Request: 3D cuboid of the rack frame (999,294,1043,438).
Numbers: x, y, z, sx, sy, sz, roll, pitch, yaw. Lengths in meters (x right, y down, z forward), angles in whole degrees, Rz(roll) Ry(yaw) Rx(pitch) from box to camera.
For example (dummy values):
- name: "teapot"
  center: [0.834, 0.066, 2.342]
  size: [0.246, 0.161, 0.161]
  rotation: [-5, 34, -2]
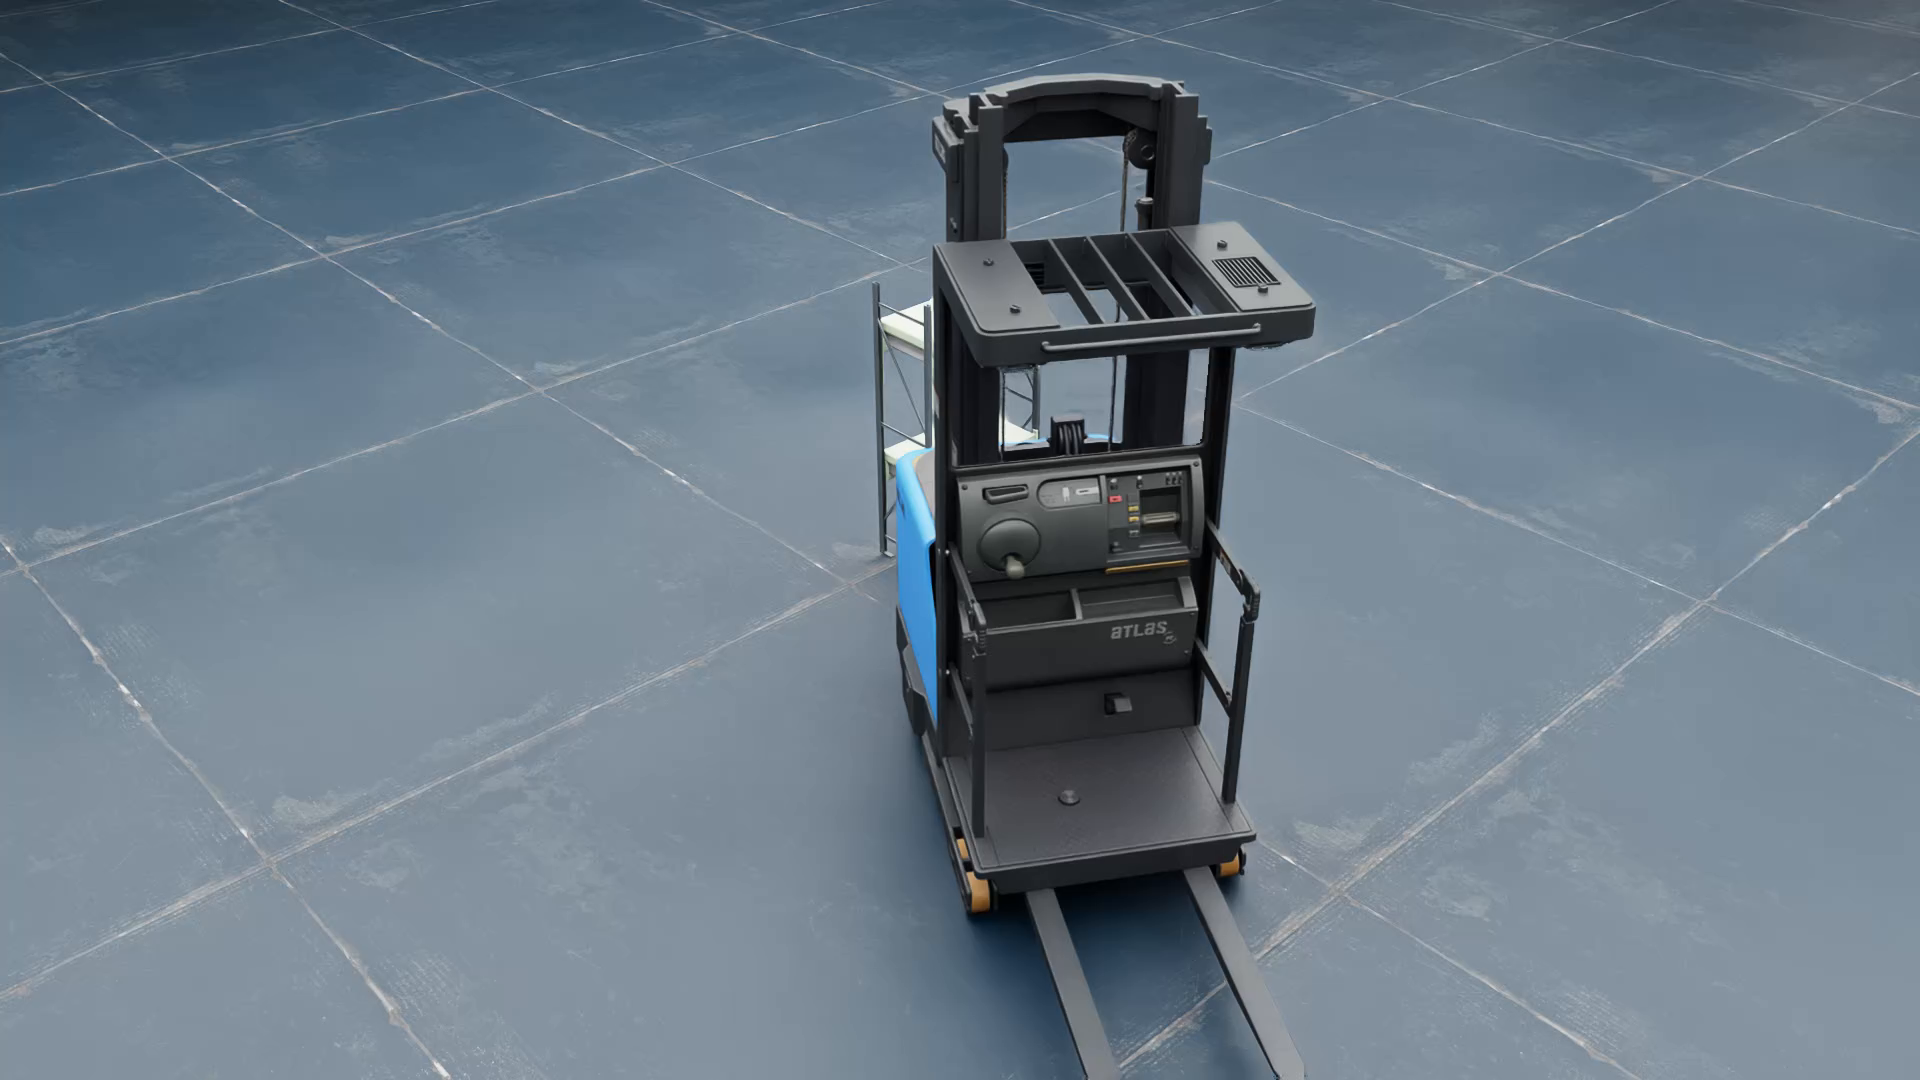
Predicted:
- name: "rack frame"
  center: [0.264, -0.767, 8.567]
  size: [0.023, 1.500, 0.400]
  rotation: [-26, 40, -35]

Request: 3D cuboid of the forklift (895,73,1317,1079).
- name: "forklift"
  center: [0.498, -0.027, 5.985]
  size: [1.130, 2.935, 3.031]
  rotation: [-6, 32, -10]

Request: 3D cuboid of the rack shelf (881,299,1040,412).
- name: "rack shelf"
  center: [-0.005, -0.970, 8.151]
  size: [0.720, 0.370, 0.431]
  rotation: [-26, 40, -35]

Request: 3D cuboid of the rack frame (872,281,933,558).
- name: "rack frame"
  center: [-0.273, -0.508, 8.143]
  size: [0.023, 1.500, 0.400]
  rotation: [-26, 40, -35]

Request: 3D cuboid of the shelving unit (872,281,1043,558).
- name: "shelving unit"
  center: [-0.005, -0.637, 8.355]
  size: [0.755, 1.500, 0.431]
  rotation: [-26, 40, -35]

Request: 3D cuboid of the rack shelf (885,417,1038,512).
- name: "rack shelf"
  center: [-0.005, -0.359, 8.525]
  size: [0.720, 0.370, 0.431]
  rotation: [-26, 40, -35]
